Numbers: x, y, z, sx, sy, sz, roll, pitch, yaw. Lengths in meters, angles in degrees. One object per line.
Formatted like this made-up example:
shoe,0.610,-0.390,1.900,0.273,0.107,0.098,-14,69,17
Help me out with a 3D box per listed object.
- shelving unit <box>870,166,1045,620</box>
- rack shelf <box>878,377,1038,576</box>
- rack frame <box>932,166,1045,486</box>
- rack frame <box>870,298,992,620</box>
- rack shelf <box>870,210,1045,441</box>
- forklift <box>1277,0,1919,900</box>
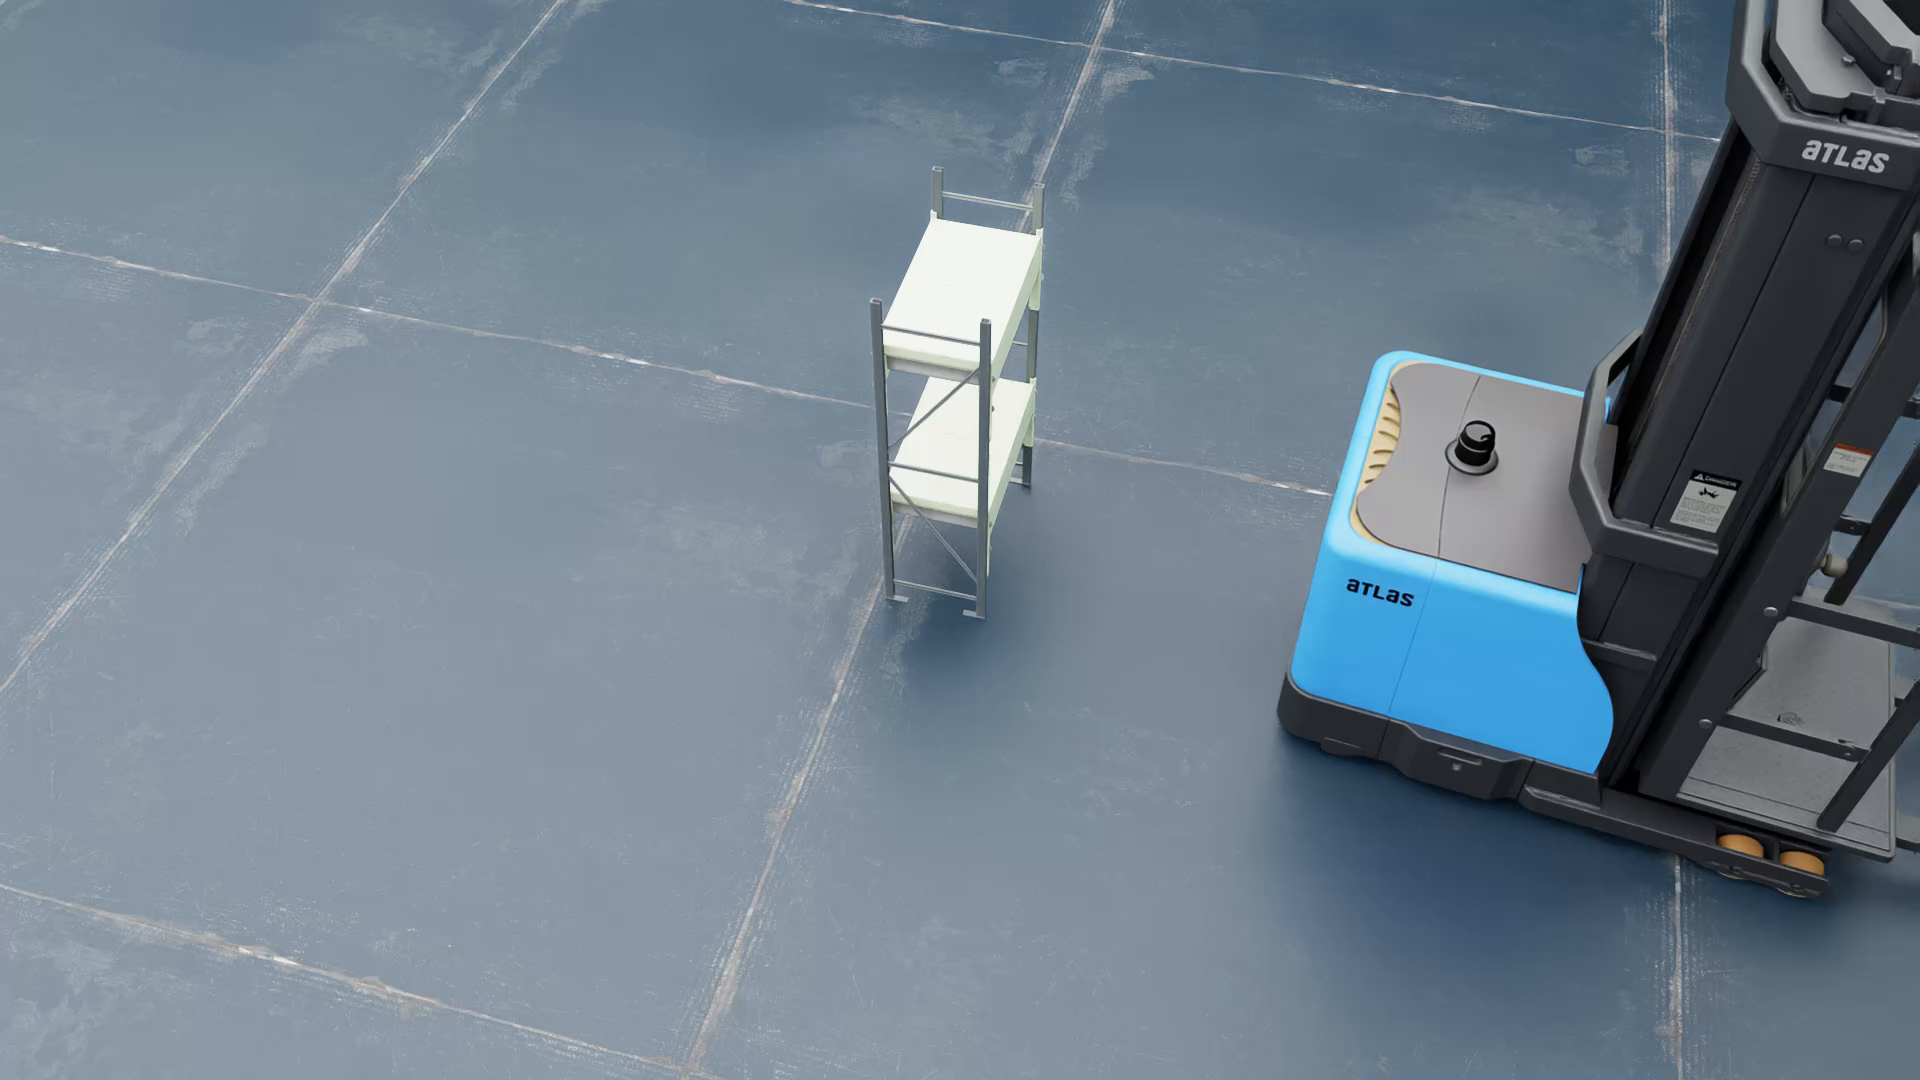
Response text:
shelving unit,0.002,-0.501,6.111,0.431,1.500,0.755,12,50,10
rack shelf,0.002,-0.285,6.355,0.431,0.370,0.720,12,50,10
rack frame,0.098,-0.766,6.344,0.400,1.500,0.023,12,50,10
rack frame,-0.095,-0.236,5.877,0.400,1.500,0.023,12,50,10
rack shelf,0.002,-0.759,5.818,0.431,0.370,0.720,12,50,10
forklift,2.720,-0.222,4.910,3.031,2.935,1.130,15,50,13
